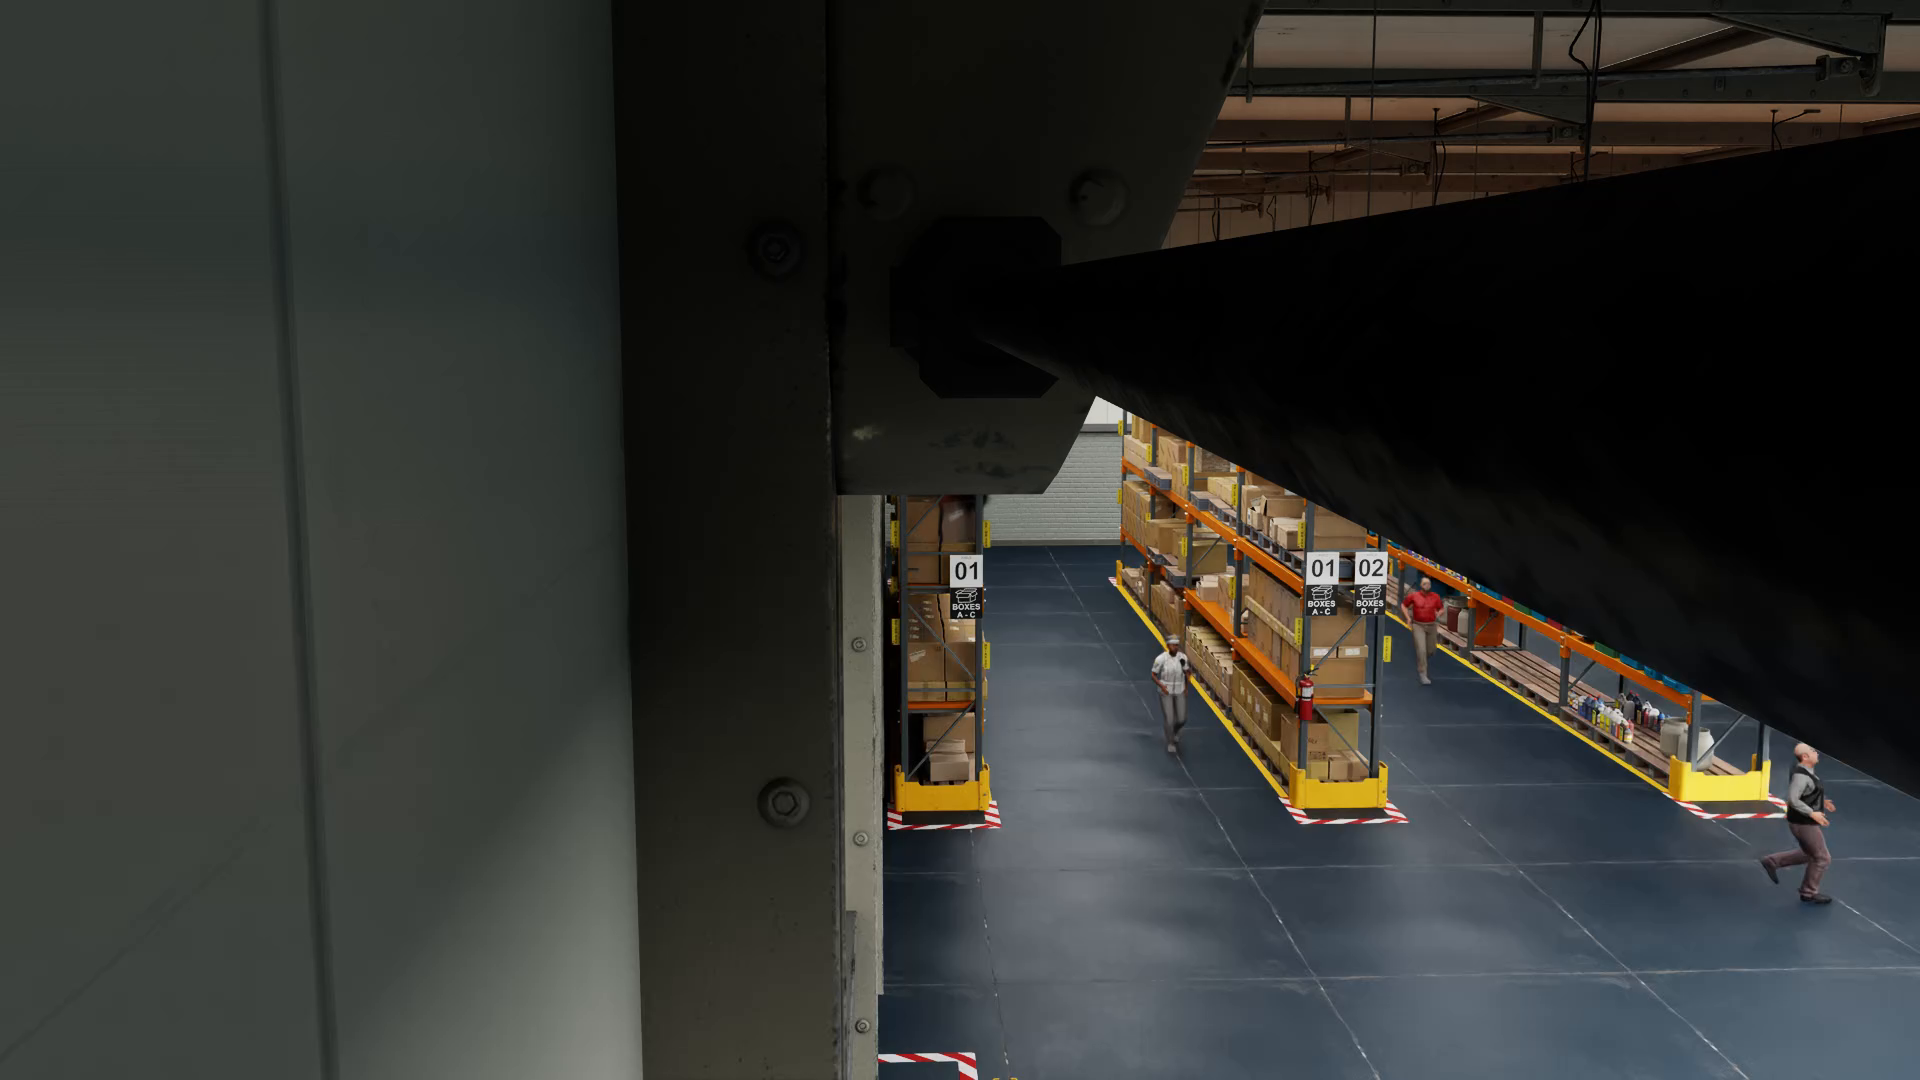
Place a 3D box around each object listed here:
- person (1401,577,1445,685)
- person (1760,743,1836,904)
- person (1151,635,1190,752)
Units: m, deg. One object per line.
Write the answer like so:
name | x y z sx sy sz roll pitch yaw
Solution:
person | 7.625 1.457 27.334 0.673 1.699 0.923 0 8 -3
person | 8.810 2.949 17.428 0.704 1.678 0.663 4 9 26
person | 2.939 2.116 23.115 0.582 1.664 0.552 -1 8 -5
